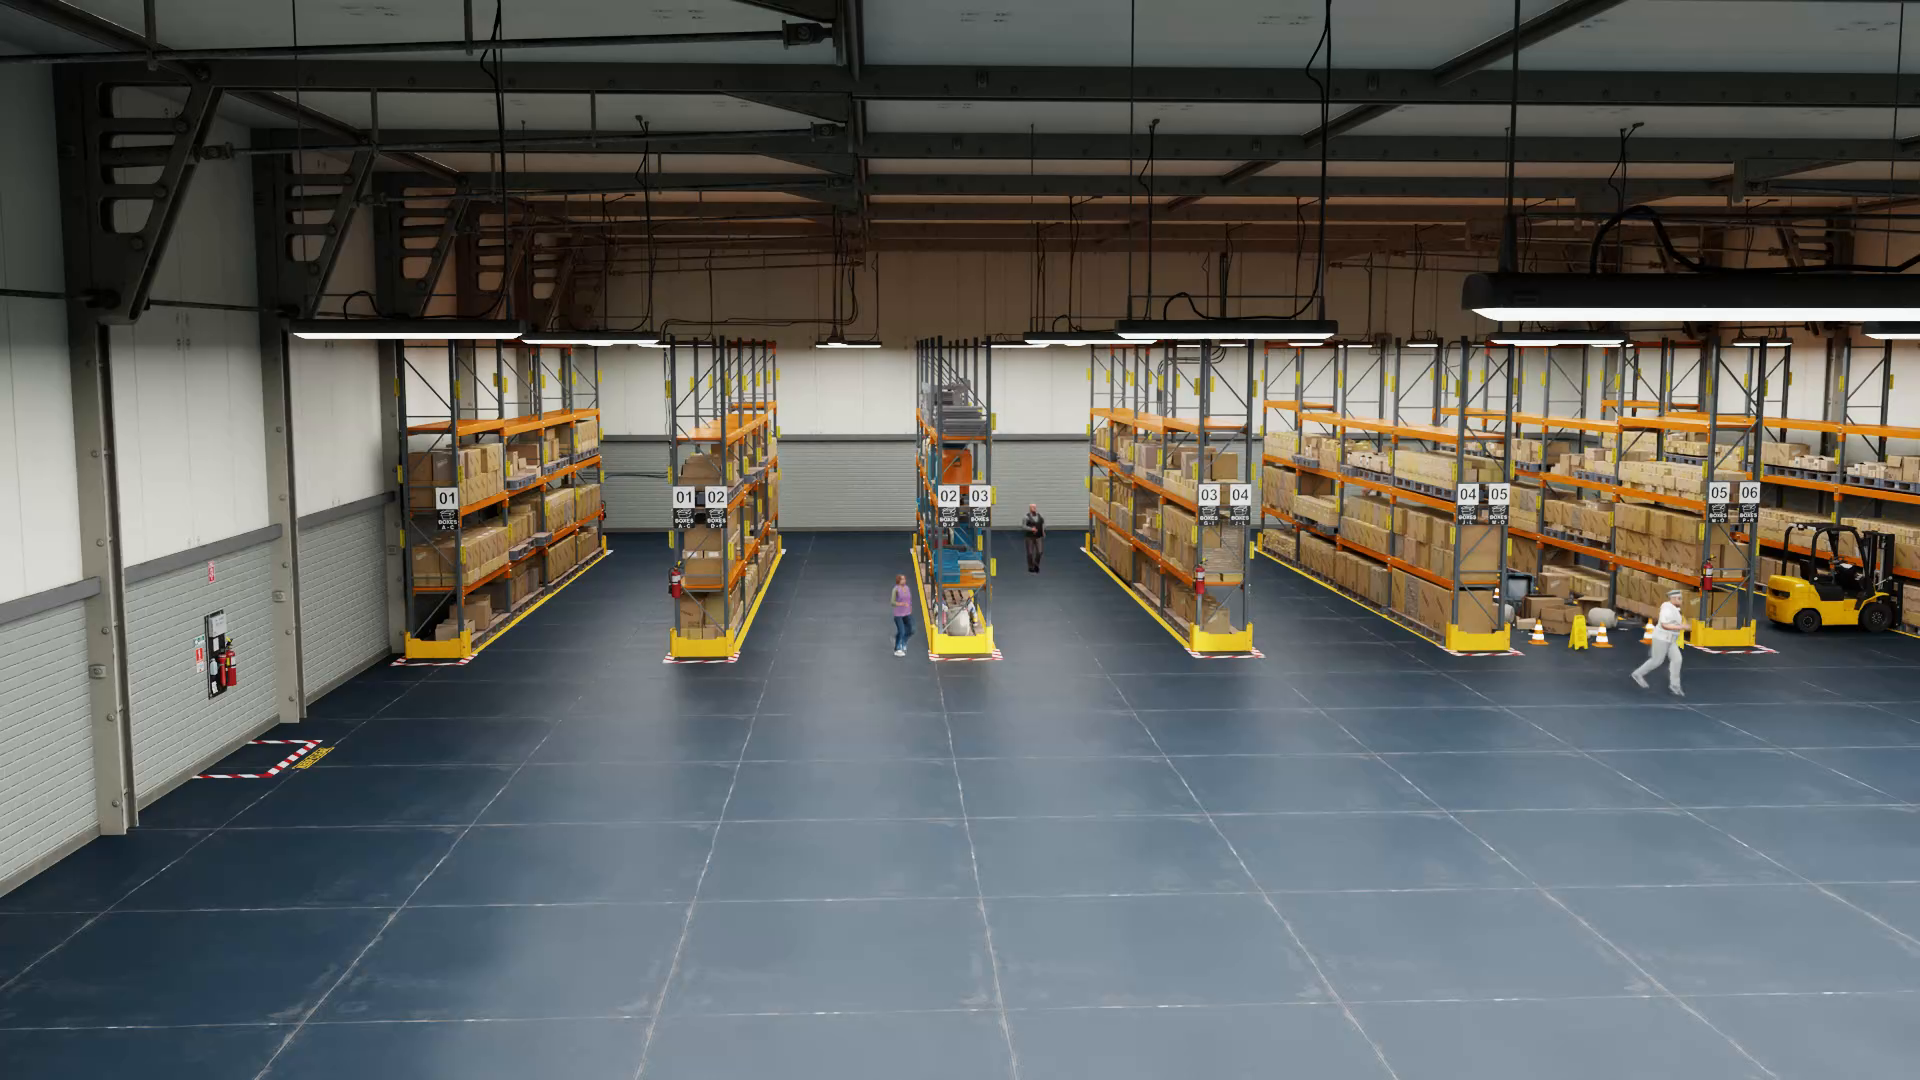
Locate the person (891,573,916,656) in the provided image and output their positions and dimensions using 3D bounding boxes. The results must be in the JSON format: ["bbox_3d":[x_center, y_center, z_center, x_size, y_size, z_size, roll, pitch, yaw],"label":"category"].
[{"bbox_3d":[-1.042,1.406,31.100,0.521,1.560,0.564,-5,8,-39],"label":"person"}]

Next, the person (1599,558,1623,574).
[{"bbox_3d":[16.338,0.186,41.724,0.549,1.661,1.088,0,6,-2],"label":"person"}]

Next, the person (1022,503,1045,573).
[{"bbox_3d":[1.829,-0.033,40.764,0.631,1.724,0.631,-2,7,-13],"label":"person"}]

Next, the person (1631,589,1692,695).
[{"bbox_3d":[11.803,1.713,27.942,0.952,1.833,0.677,6,9,42],"label":"person"}]

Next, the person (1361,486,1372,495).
[{"bbox_3d":[12.305,-0.834,50.157,0.786,1.751,0.646,-2,7,-20],"label":"person"}]
